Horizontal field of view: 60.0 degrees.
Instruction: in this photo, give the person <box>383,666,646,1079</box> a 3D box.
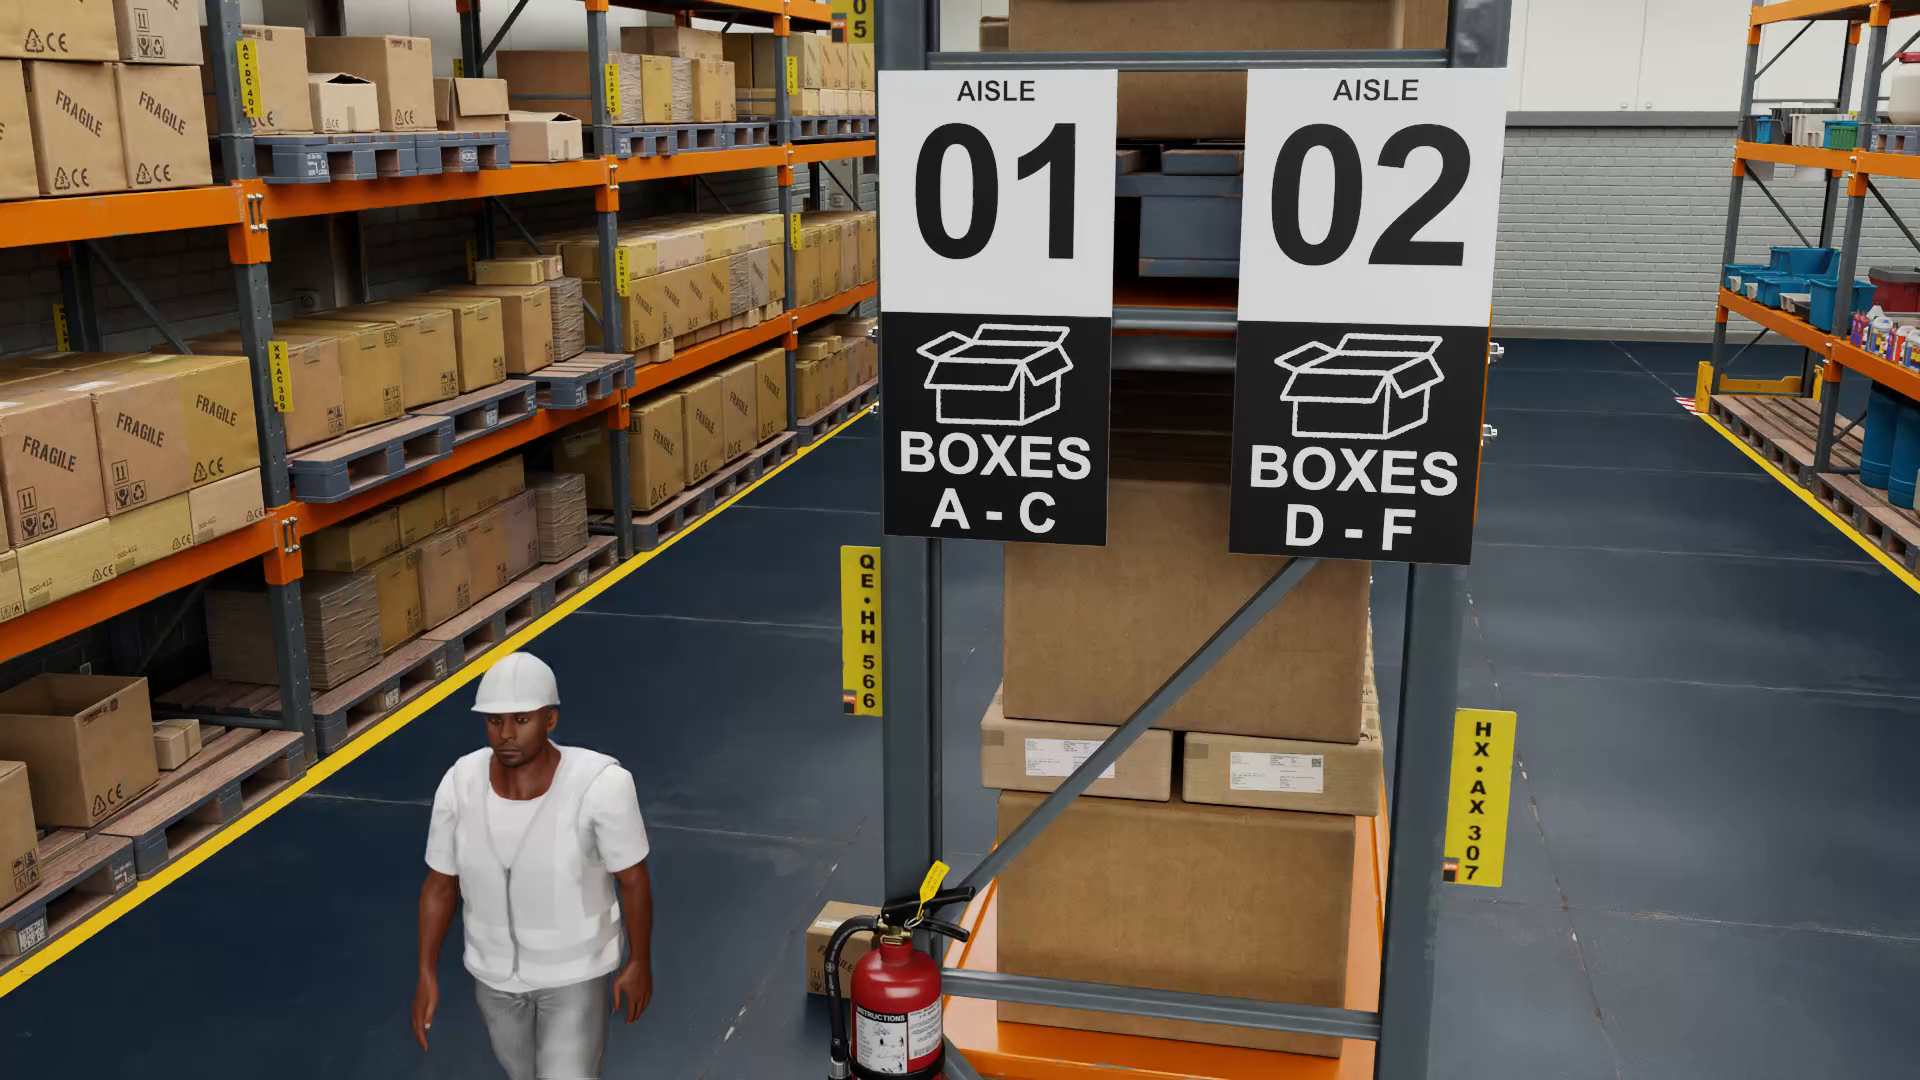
[{"bbox_3d":[-1.149,1.215,4.355,0.588,1.825,0.731,3,15,12],"label":"person"}]
